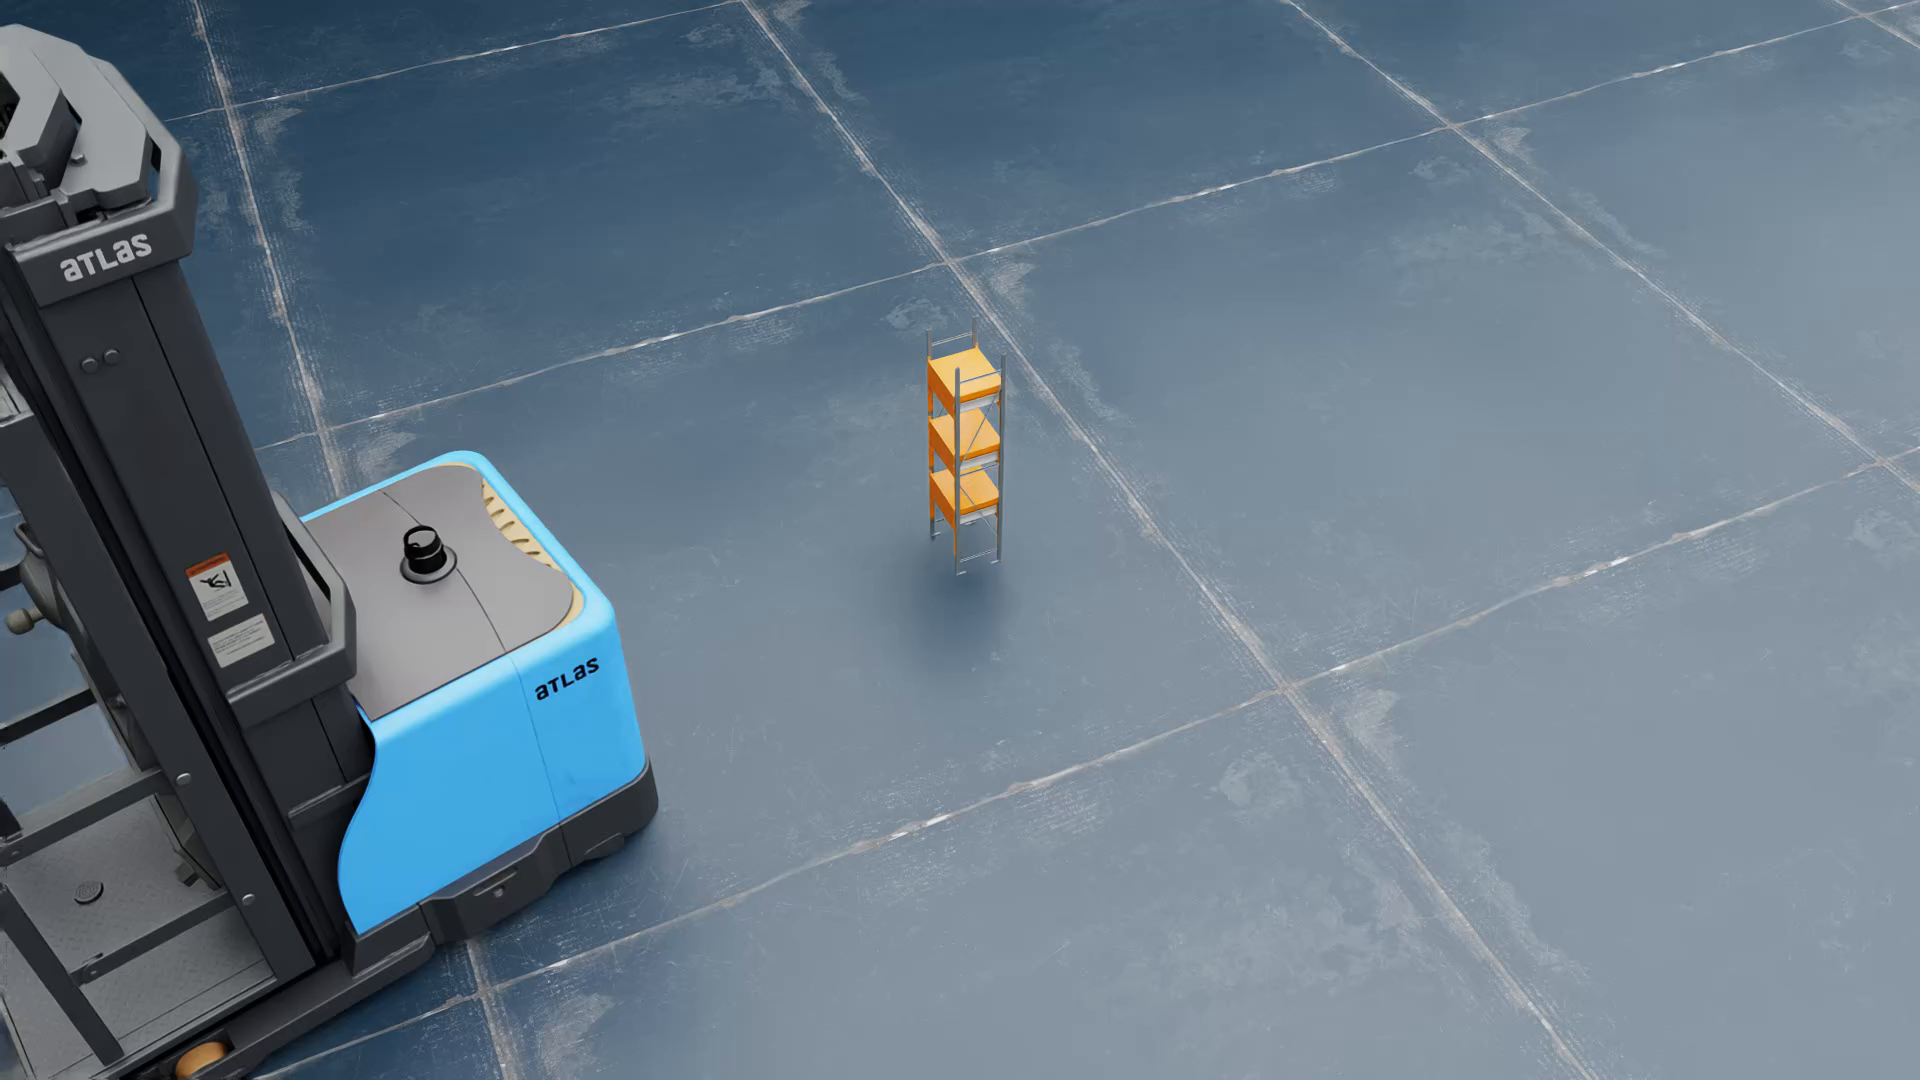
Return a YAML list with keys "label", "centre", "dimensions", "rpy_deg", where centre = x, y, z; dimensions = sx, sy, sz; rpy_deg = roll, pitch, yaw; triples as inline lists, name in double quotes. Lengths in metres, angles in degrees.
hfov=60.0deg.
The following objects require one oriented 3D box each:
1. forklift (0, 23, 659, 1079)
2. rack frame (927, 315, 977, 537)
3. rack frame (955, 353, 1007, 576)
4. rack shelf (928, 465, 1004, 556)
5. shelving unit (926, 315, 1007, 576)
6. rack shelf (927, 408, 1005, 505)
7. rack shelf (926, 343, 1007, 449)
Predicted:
- label: "forklift"
  centre: [-2.511, 0.299, 4.360]
  dimensions: [3.031, 2.935, 1.130]
  rpy_deg: [-29, 51, -26]
- label: "rack frame"
  centre: [-0.029, -0.417, 6.425]
  dimensions: [0.200, 1.050, 0.008]
  rpy_deg: [-18, 47, -17]
- label: "rack frame"
  centre: [0.074, -0.262, 6.268]
  dimensions: [0.200, 1.050, 0.008]
  rpy_deg: [-18, 47, -17]
- label: "rack shelf"
  centre: [0.022, -0.134, 6.549]
  dimensions: [0.215, 0.259, 0.240]
  rpy_deg: [-18, 47, -17]
- label: "shelving unit"
  centre: [0.022, -0.340, 6.347]
  dimensions: [0.215, 1.050, 0.252]
  rpy_deg: [-18, 47, -17]
- label: "rack shelf"
  centre: [0.022, -0.332, 6.354]
  dimensions: [0.215, 0.259, 0.240]
  rpy_deg: [-18, 47, -17]
- label: "rack shelf"
  centre: [0.022, -0.534, 6.155]
  dimensions: [0.215, 0.259, 0.240]
  rpy_deg: [-18, 47, -17]
